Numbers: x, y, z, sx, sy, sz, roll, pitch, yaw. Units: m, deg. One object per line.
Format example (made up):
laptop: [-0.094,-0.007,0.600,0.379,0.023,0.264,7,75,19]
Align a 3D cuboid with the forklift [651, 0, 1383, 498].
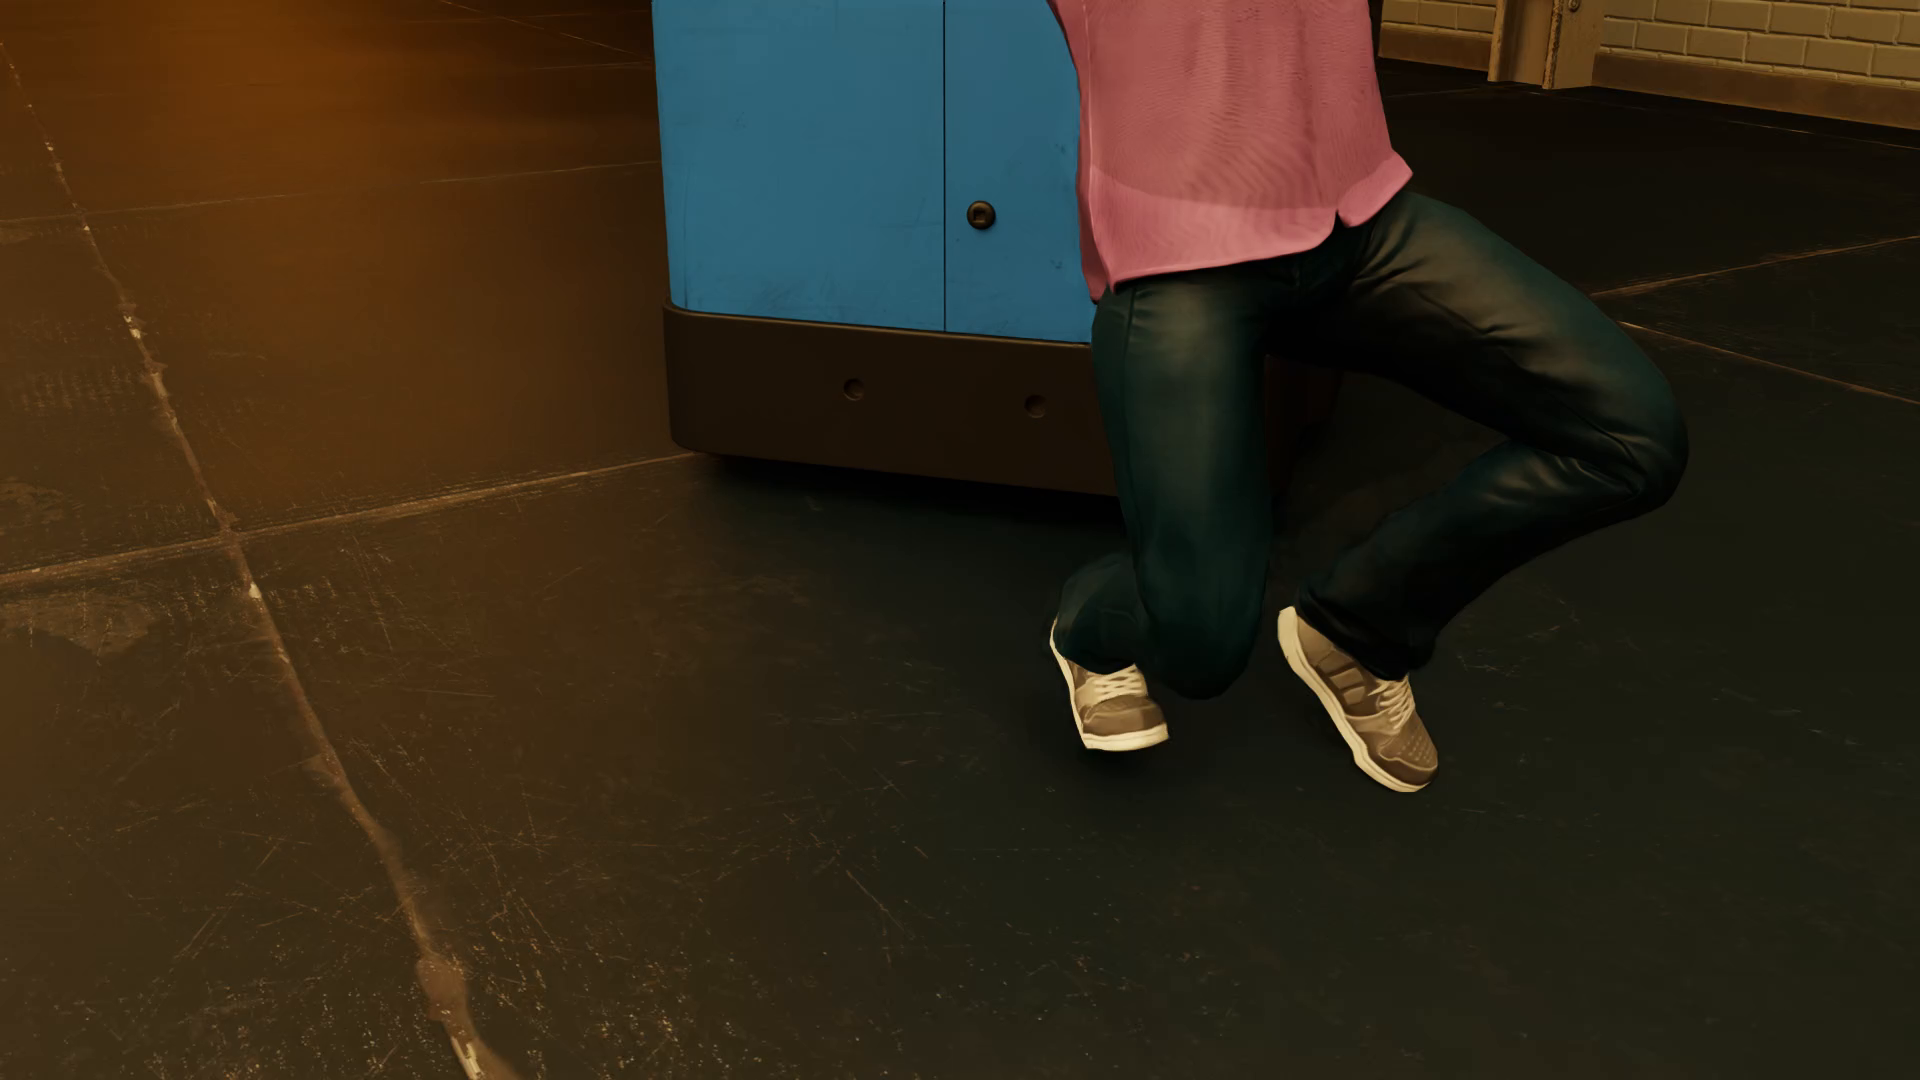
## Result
forklift: [0.421,-1.937,3.494,1.130,2.935,3.031,7,23,16]

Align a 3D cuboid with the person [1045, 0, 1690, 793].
person: [0.456,-0.439,1.737,0.932,1.505,0.728,-14,26,-30]
